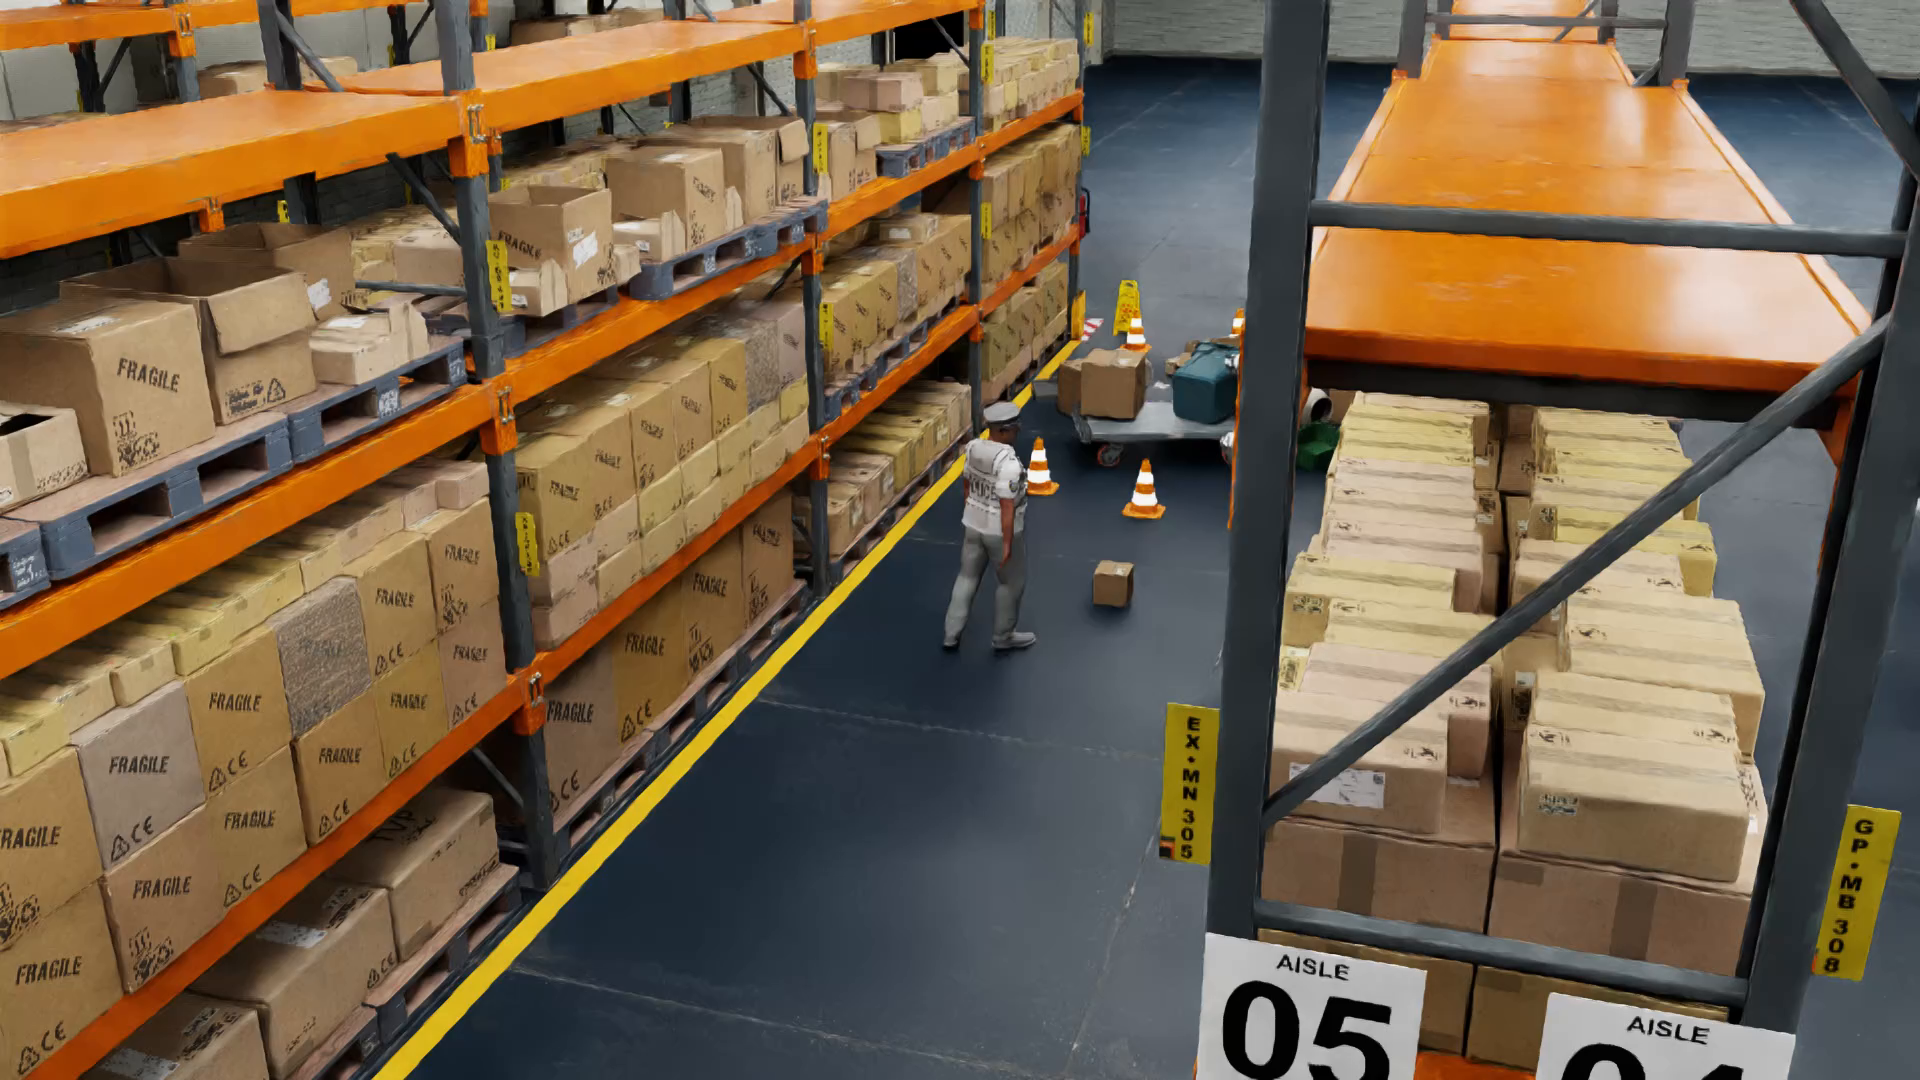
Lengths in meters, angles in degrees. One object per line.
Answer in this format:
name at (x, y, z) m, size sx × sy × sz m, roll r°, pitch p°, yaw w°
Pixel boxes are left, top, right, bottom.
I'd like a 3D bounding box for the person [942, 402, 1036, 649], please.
person at (0.187, -0.080, 11.301) m, size 0.615 × 1.749 × 0.606 m, roll -18°, pitch 28°, yaw -38°
